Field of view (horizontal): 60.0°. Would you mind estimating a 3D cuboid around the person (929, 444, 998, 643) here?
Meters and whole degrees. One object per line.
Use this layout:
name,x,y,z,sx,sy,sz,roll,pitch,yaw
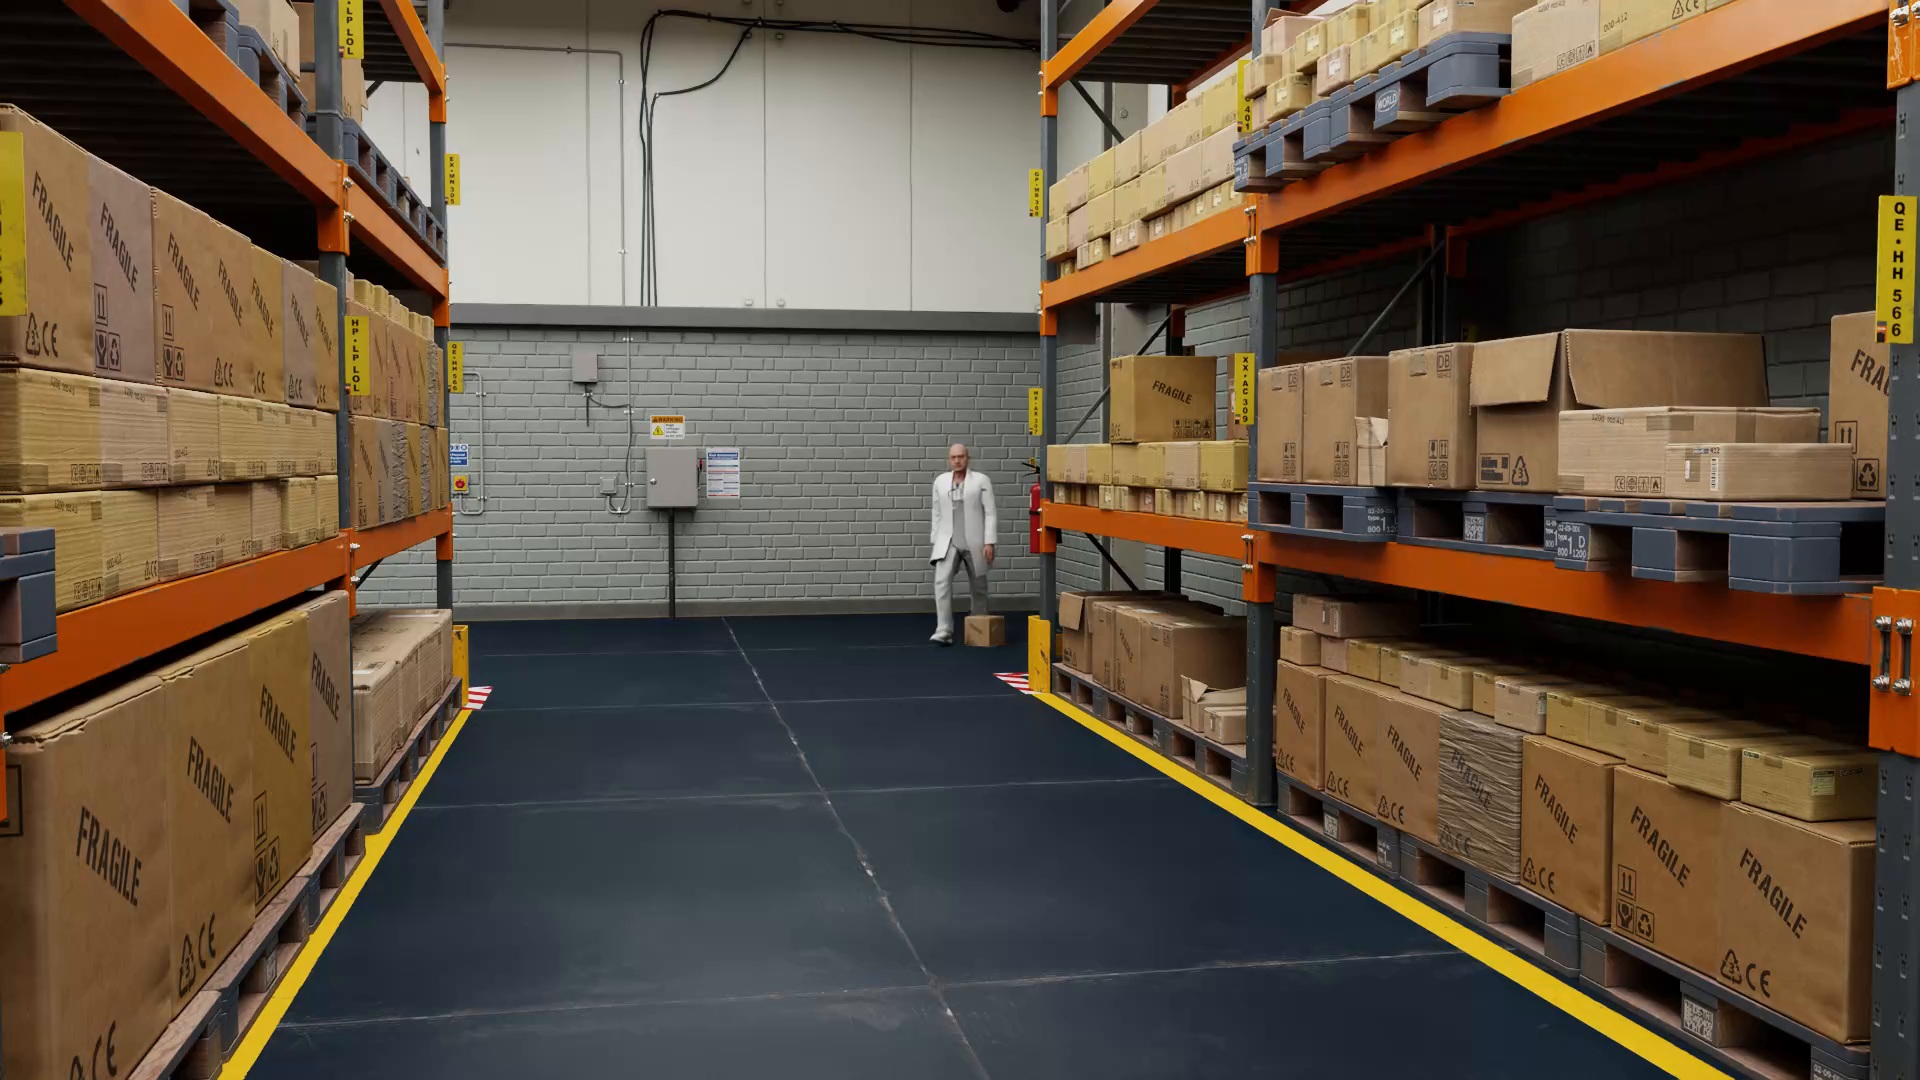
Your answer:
person,0.036,0.020,14.456,0.623,1.714,1.055,1,3,10
